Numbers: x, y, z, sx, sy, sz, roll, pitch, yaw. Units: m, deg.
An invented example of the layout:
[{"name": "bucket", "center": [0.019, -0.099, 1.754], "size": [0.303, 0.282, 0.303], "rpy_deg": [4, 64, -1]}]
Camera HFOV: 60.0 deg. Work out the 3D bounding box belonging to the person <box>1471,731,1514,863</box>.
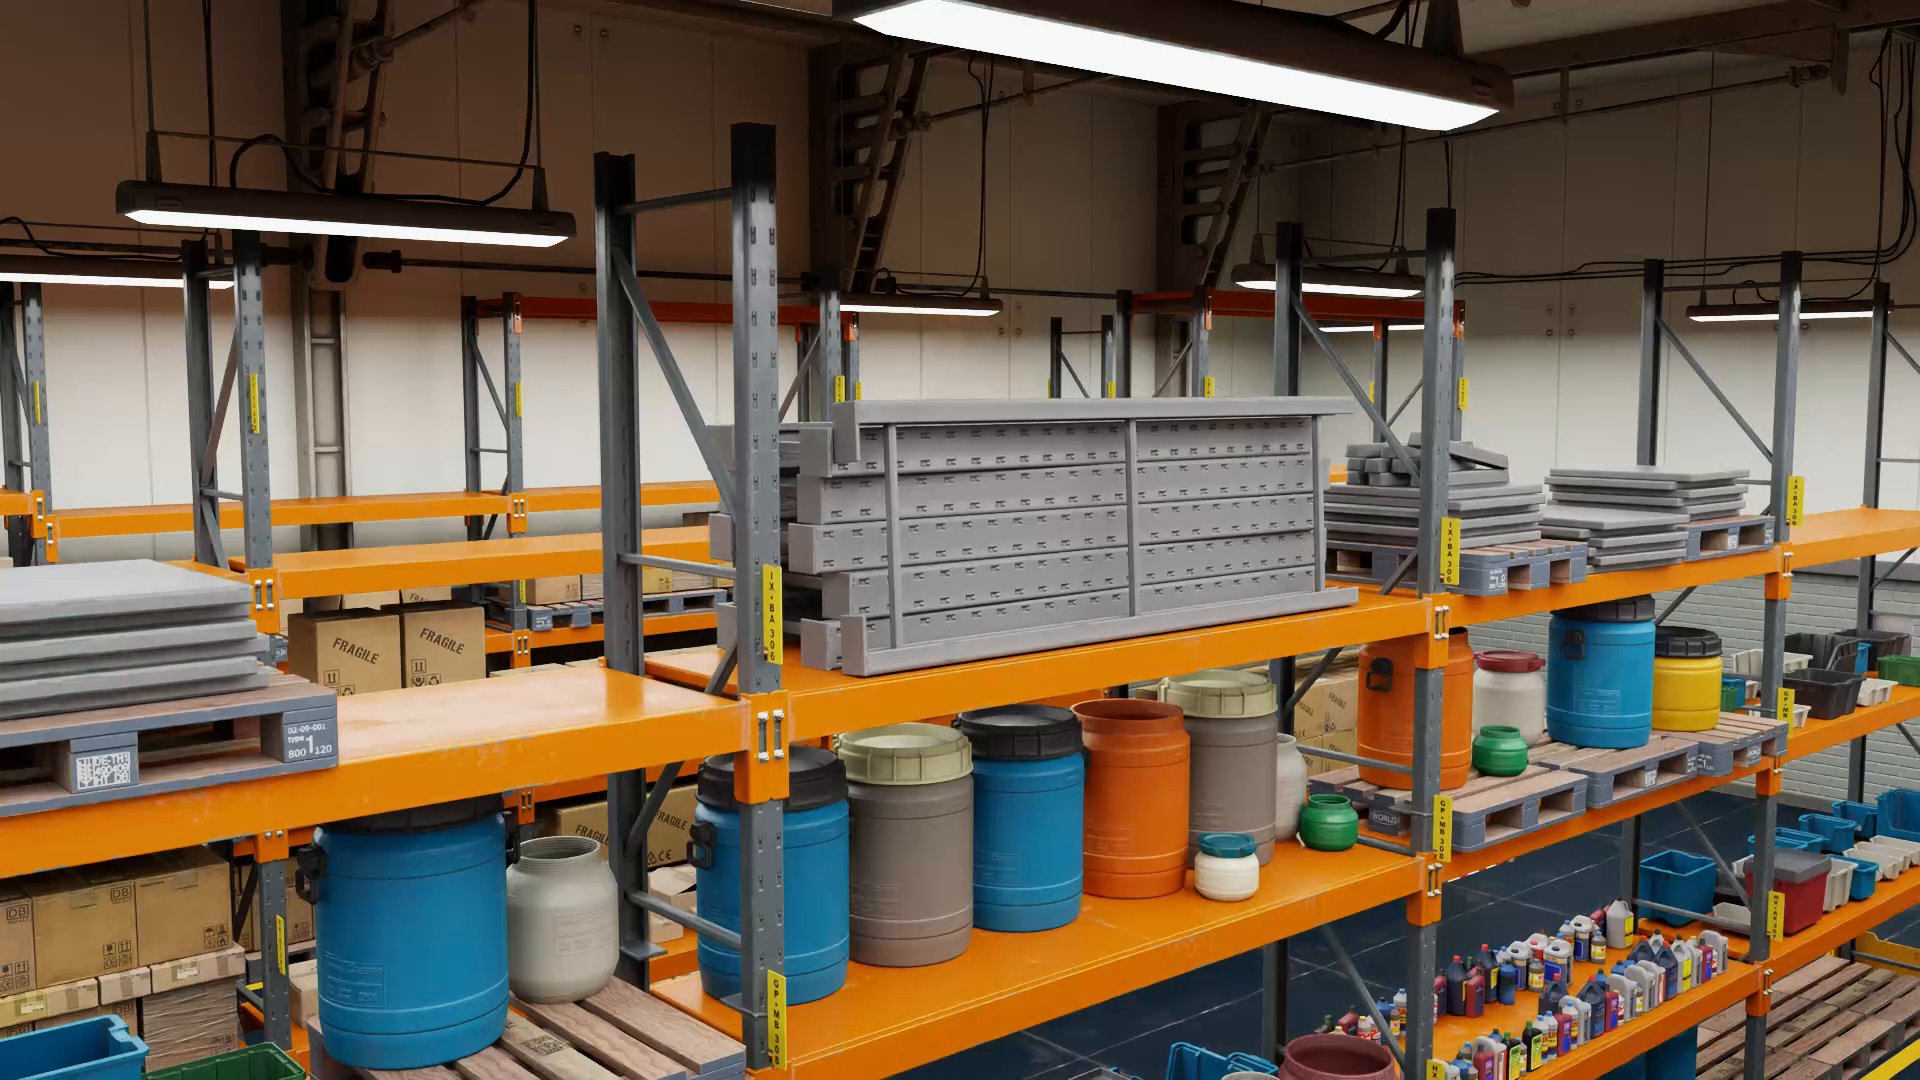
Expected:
[{"name": "person", "center": [5.707, 2.593, 18.030], "size": [0.657, 1.807, 0.726], "rpy_deg": [-2, 6, -24]}]
